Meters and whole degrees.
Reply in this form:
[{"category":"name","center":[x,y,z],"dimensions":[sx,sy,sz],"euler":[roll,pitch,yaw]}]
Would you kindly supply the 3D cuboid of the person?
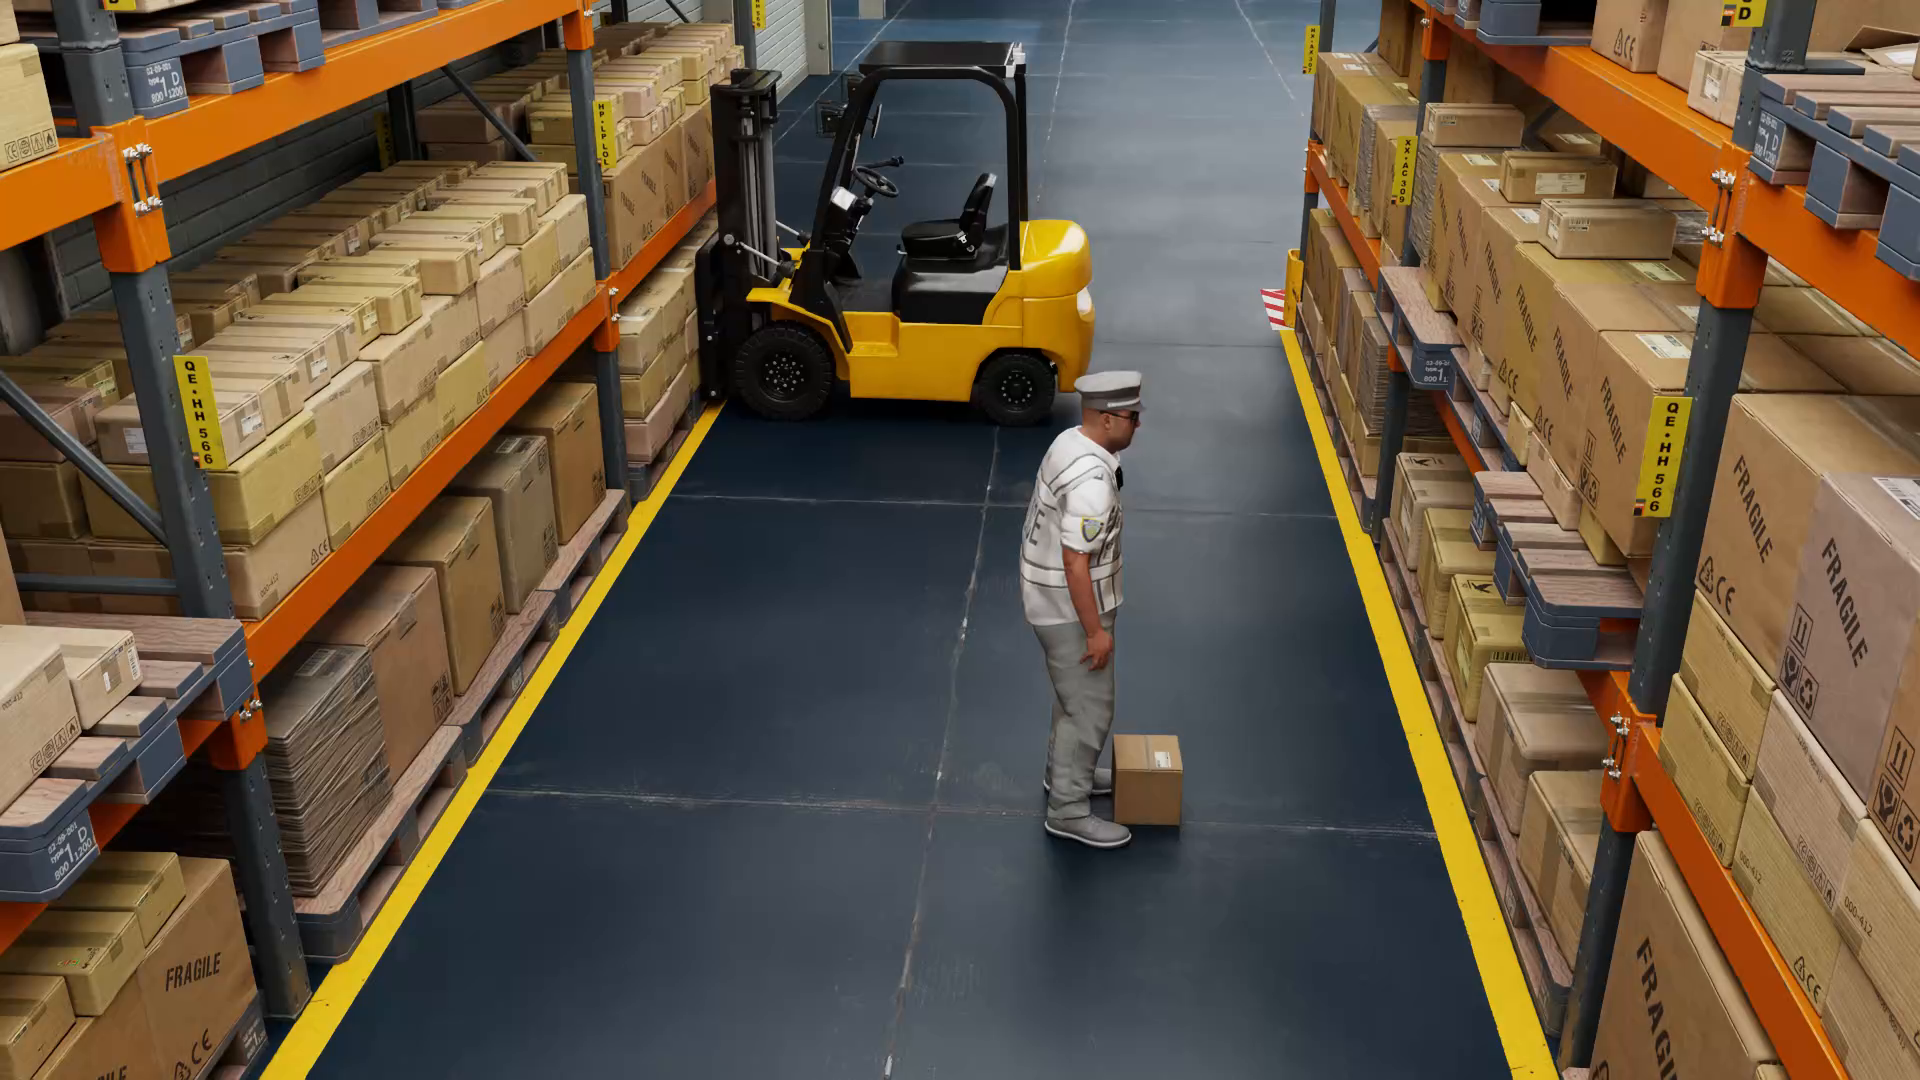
[{"category":"person","center":[0.436,0.232,6.084],"dimensions":[0.437,1.747,0.602],"euler":[0,24,1]}]
